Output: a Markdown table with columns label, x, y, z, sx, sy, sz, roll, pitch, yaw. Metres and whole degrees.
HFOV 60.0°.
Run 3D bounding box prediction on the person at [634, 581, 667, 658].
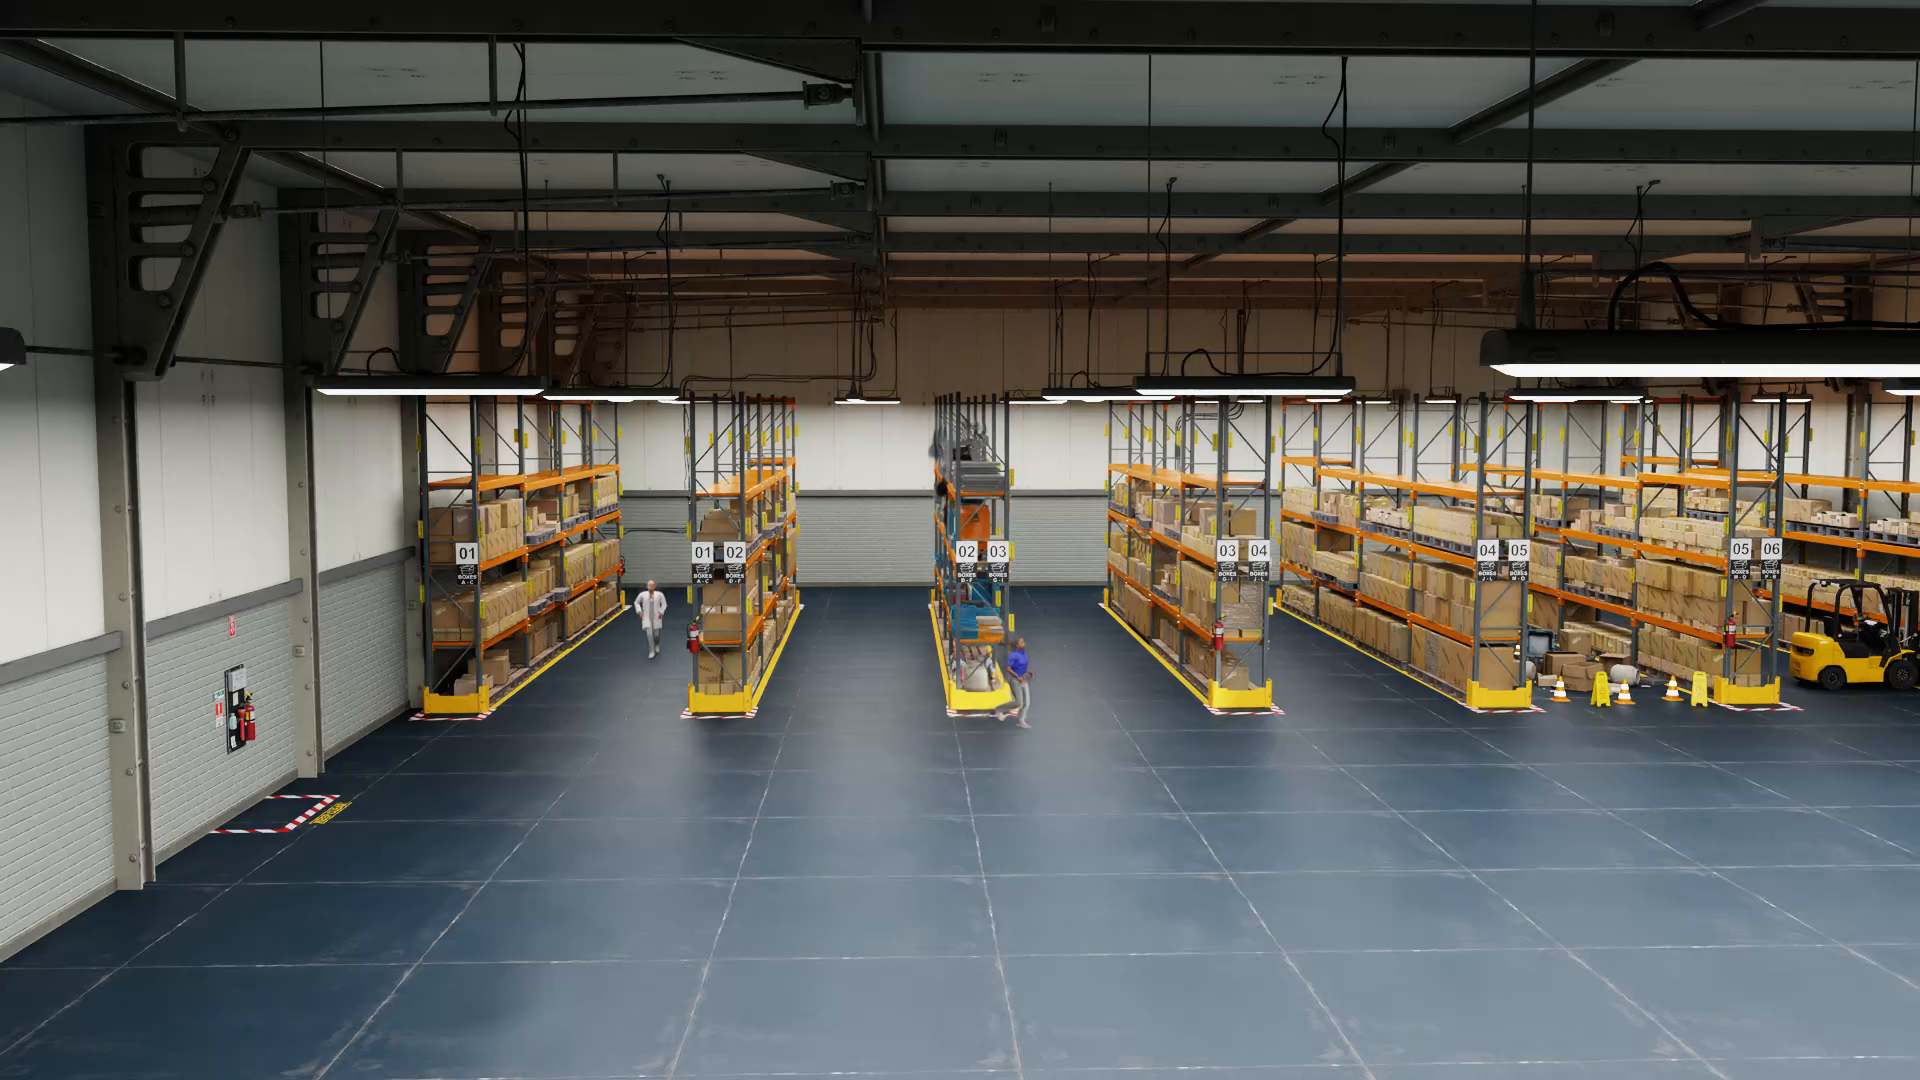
| label | x | y | z | sx | sy | sz | roll | pitch | yaw |
| --- | --- | --- | --- | --- | --- | --- | --- | --- | --- |
| person | -7.096 | 1.803 | 38.133 | 0.740 | 1.743 | 0.767 | -1 | 5 | -12 |

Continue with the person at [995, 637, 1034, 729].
| label | x | y | z | sx | sy | sz | roll | pitch | yaw |
| --- | --- | --- | --- | --- | --- | --- | --- | --- | --- |
| person | 1.004 | 2.548 | 29.793 | 0.664 | 1.625 | 0.581 | 3 | 5 | 34 |

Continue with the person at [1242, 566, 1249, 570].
| label | x | y | z | sx | sy | sz | roll | pitch | yaw |
| --- | --- | --- | --- | --- | --- | --- | --- | --- | --- |
| person | 7.929 | 1.155 | 46.997 | 0.618 | 1.615 | 0.563 | 1 | 5 | 12 |
